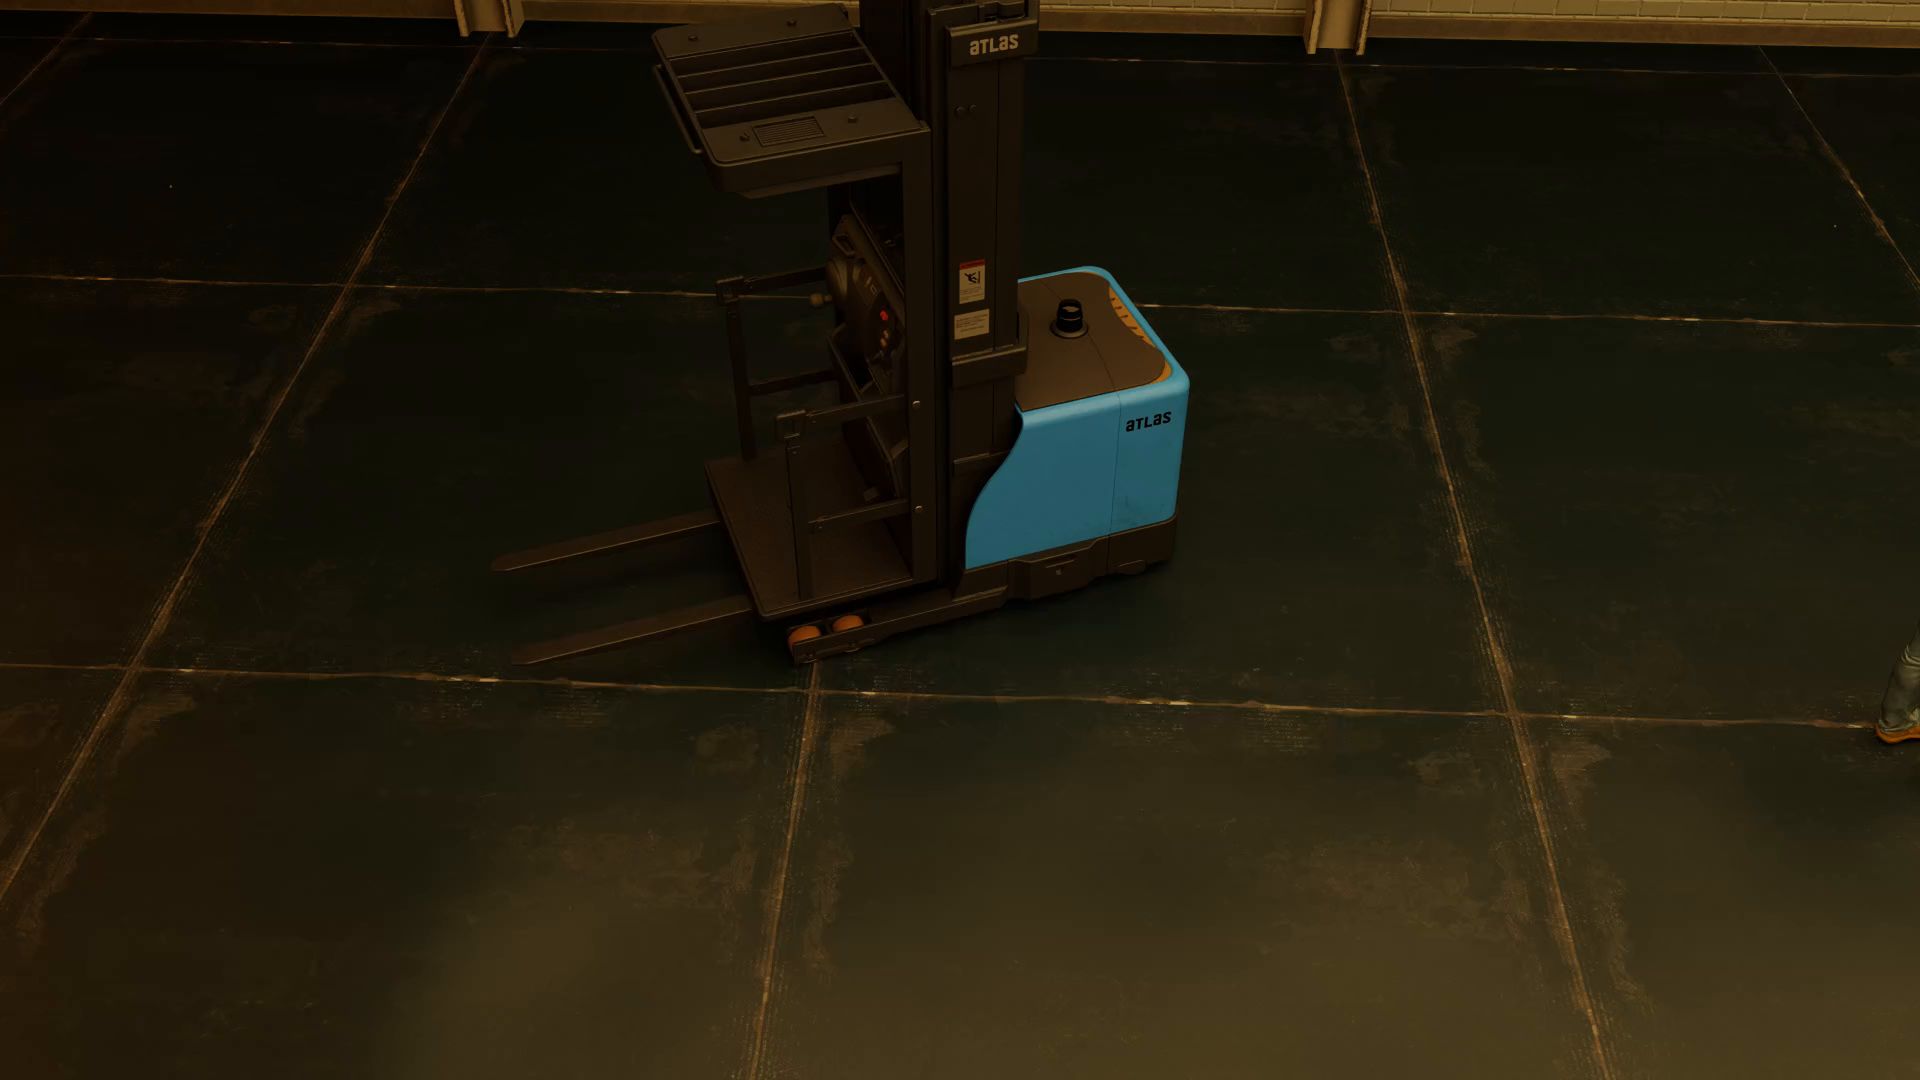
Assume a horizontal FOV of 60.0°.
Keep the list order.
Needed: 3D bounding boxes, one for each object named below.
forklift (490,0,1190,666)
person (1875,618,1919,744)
[{"bbox_3d":[-0.573,-0.945,6.778,3.031,2.935,1.130,-13,44,-14],"label":"forklift"},{"bbox_3d":[3.985,0.177,6.402,0.575,1.768,0.665,-2,42,-2],"label":"person"}]
